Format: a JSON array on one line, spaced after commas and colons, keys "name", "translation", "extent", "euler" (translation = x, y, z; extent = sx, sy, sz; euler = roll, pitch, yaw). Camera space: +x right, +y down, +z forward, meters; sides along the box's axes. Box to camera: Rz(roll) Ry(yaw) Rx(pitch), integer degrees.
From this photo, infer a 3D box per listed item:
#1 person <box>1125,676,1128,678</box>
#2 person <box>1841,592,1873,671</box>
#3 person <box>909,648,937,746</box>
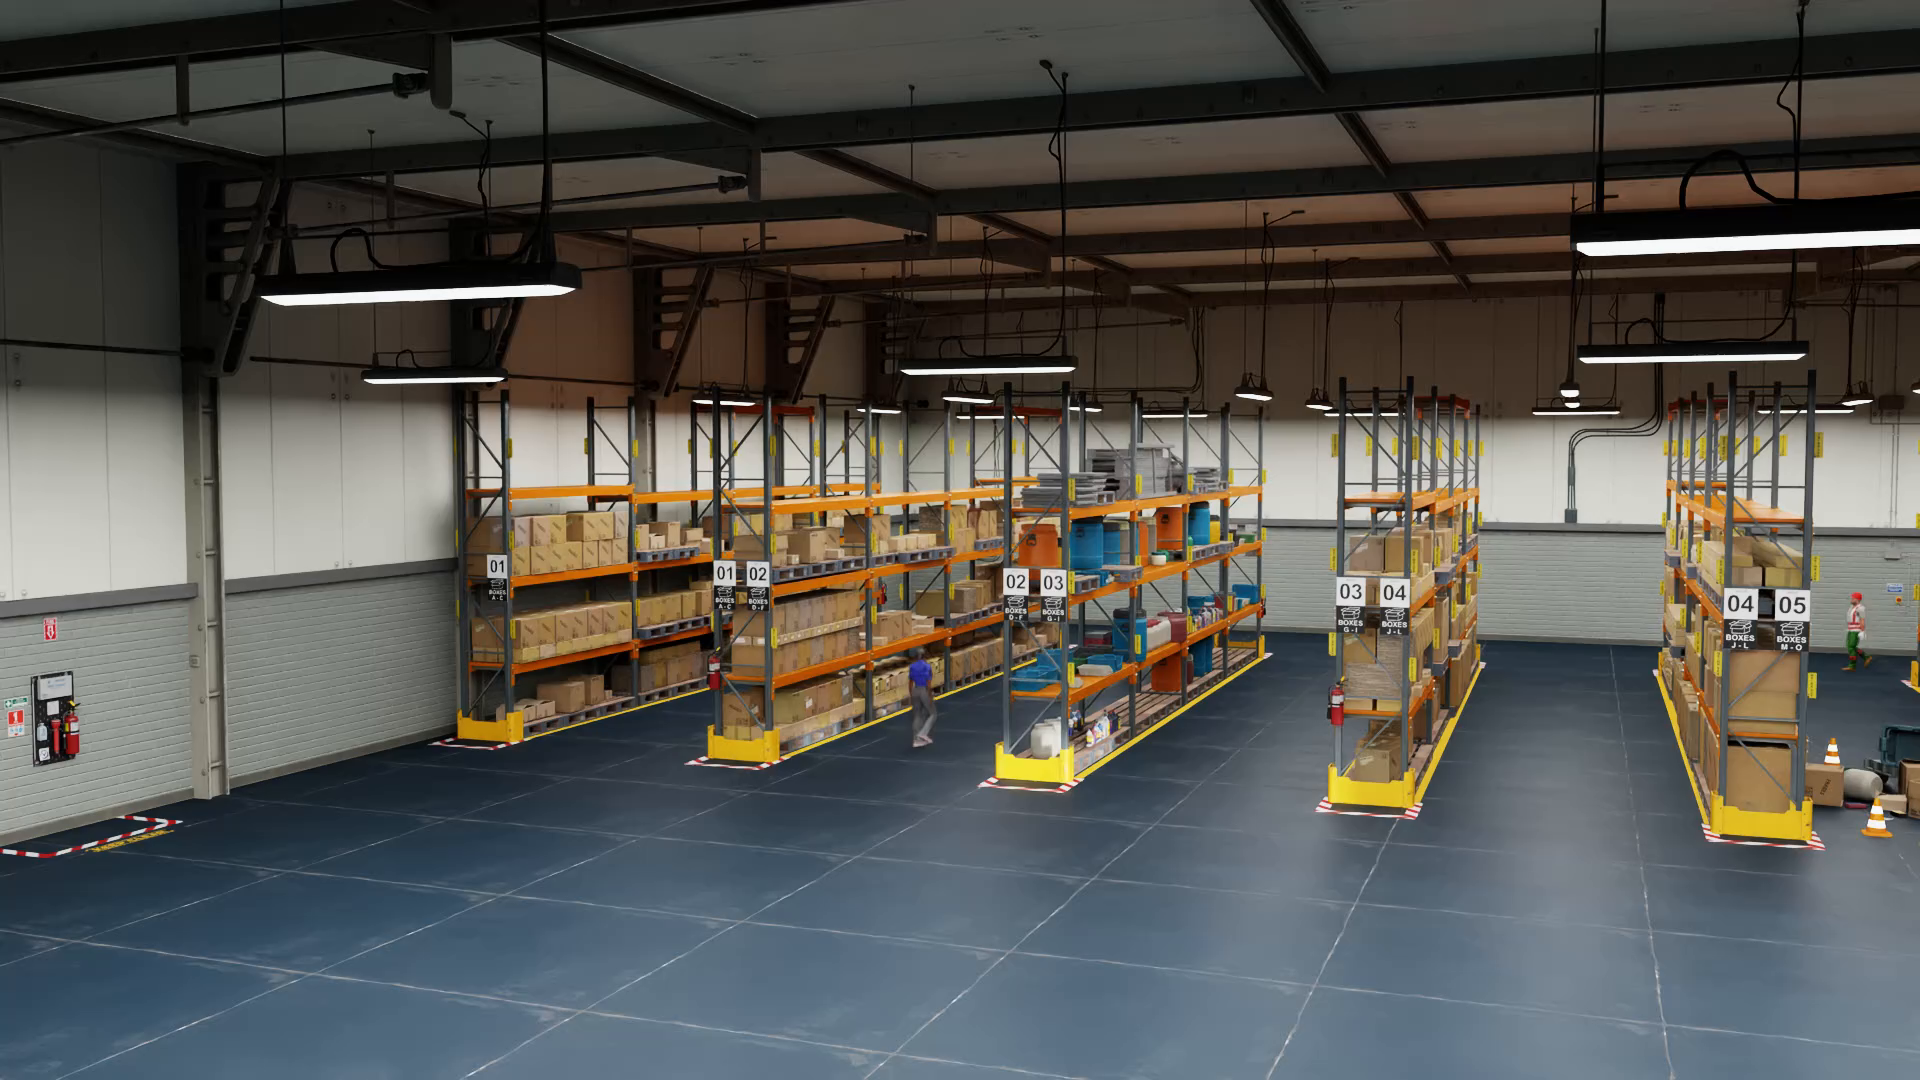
[{"name": "person", "translation": [3.771, 2.193, 36.119], "extent": [0.504, 1.650, 0.499], "euler": [0, 3, -2]}, {"name": "person", "translation": [20.119, 2.052, 37.242], "extent": [0.711, 1.775, 0.536], "euler": [0, 3, 6]}, {"name": "person", "translation": [-0.655, 2.634, 27.933], "extent": [0.506, 1.646, 0.456], "euler": [2, 4, 31]}]
